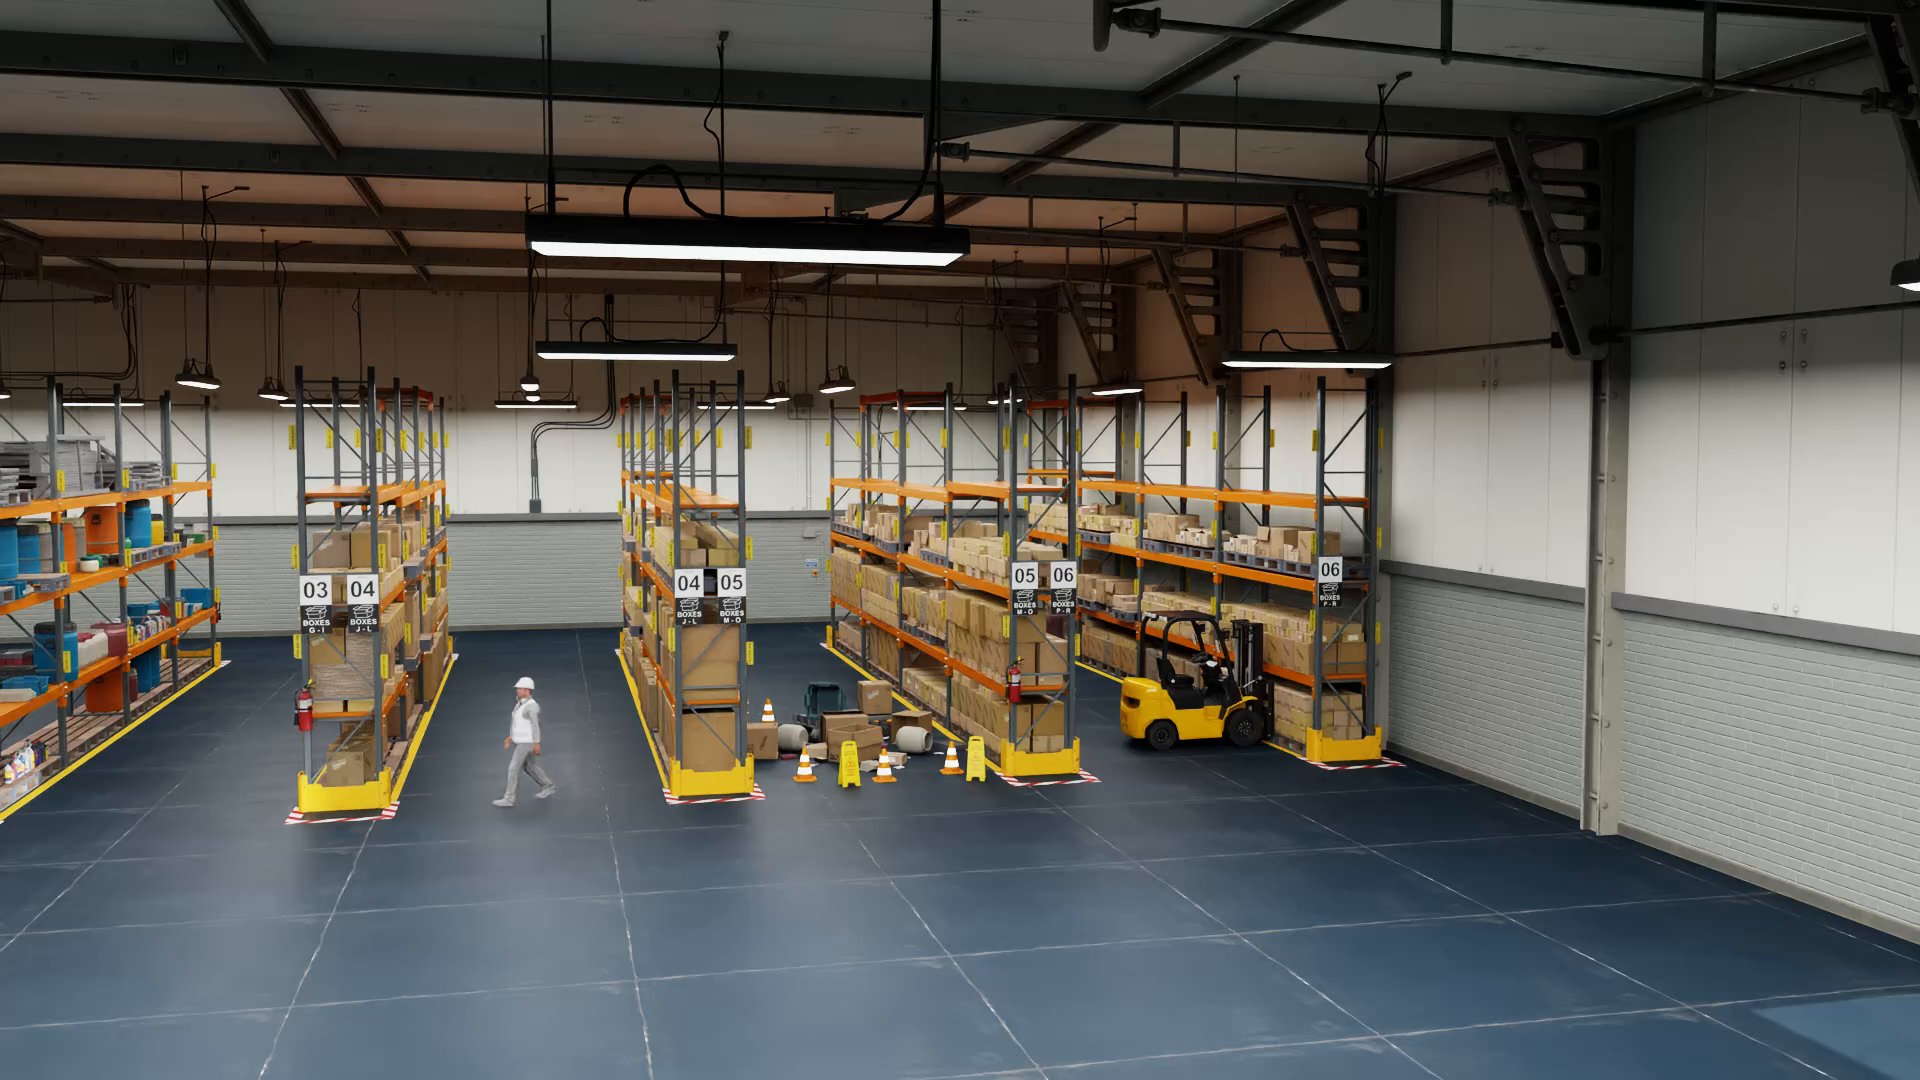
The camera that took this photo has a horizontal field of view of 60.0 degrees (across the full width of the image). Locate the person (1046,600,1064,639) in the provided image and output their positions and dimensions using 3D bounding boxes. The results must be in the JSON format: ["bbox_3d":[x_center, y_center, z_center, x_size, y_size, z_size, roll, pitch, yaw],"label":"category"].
[{"bbox_3d":[1.881,2.107,33.560,0.629,1.779,0.507,-3,5,-44],"label":"person"}]

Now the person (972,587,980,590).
[{"bbox_3d":[0.420,1.821,38.385,0.539,1.779,0.638,3,4,37],"label":"person"}]

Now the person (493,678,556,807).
[{"bbox_3d":[-6.028,2.770,22.951,0.919,1.743,0.534,-2,4,-26],"label":"person"}]
